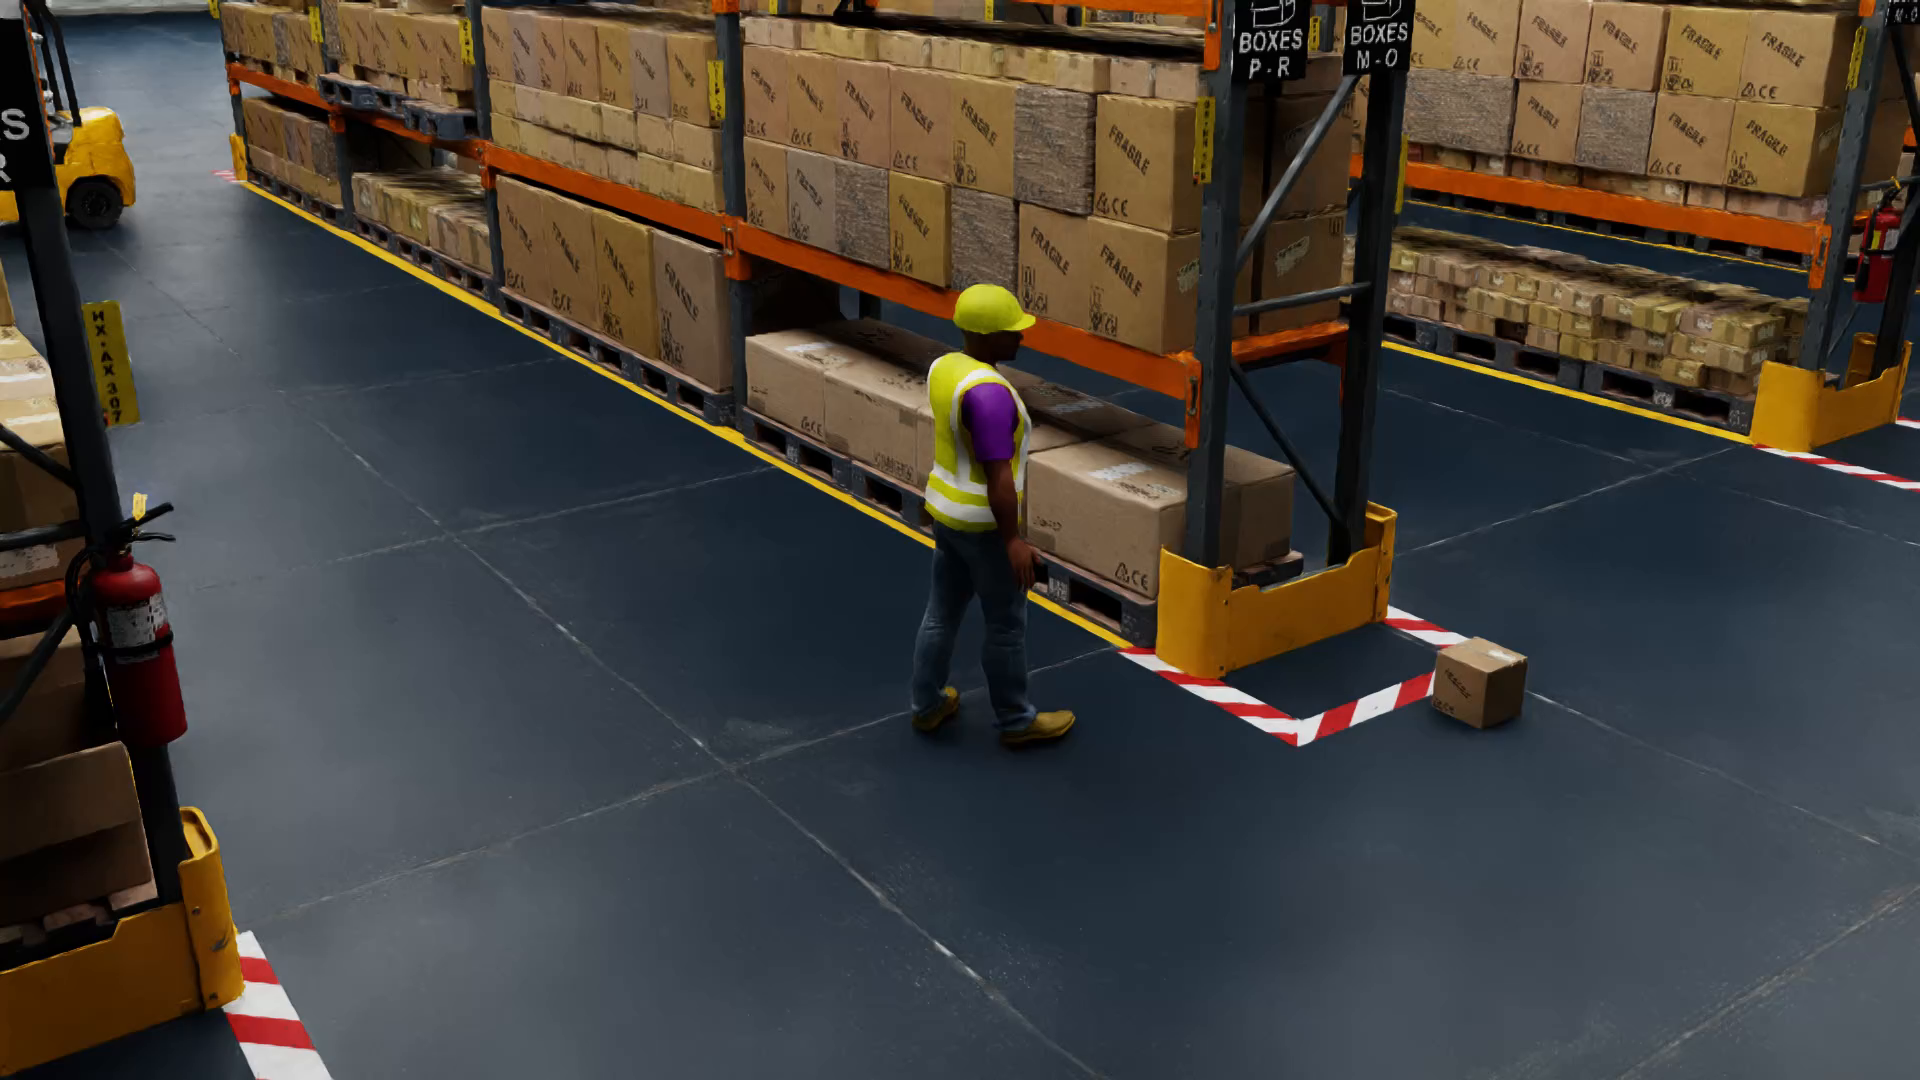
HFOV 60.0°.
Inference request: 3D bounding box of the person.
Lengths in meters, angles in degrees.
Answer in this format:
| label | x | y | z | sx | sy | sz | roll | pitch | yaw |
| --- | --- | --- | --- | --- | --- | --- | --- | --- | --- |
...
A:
| label | x | y | z | sx | sy | sz | roll | pitch | yaw |
| --- | --- | --- | --- | --- | --- | --- | --- | --- | --- |
| person | 0.132 | -0.076 | 6.180 | 0.580 | 1.763 | 0.700 | -9 | 23 | -22 |
